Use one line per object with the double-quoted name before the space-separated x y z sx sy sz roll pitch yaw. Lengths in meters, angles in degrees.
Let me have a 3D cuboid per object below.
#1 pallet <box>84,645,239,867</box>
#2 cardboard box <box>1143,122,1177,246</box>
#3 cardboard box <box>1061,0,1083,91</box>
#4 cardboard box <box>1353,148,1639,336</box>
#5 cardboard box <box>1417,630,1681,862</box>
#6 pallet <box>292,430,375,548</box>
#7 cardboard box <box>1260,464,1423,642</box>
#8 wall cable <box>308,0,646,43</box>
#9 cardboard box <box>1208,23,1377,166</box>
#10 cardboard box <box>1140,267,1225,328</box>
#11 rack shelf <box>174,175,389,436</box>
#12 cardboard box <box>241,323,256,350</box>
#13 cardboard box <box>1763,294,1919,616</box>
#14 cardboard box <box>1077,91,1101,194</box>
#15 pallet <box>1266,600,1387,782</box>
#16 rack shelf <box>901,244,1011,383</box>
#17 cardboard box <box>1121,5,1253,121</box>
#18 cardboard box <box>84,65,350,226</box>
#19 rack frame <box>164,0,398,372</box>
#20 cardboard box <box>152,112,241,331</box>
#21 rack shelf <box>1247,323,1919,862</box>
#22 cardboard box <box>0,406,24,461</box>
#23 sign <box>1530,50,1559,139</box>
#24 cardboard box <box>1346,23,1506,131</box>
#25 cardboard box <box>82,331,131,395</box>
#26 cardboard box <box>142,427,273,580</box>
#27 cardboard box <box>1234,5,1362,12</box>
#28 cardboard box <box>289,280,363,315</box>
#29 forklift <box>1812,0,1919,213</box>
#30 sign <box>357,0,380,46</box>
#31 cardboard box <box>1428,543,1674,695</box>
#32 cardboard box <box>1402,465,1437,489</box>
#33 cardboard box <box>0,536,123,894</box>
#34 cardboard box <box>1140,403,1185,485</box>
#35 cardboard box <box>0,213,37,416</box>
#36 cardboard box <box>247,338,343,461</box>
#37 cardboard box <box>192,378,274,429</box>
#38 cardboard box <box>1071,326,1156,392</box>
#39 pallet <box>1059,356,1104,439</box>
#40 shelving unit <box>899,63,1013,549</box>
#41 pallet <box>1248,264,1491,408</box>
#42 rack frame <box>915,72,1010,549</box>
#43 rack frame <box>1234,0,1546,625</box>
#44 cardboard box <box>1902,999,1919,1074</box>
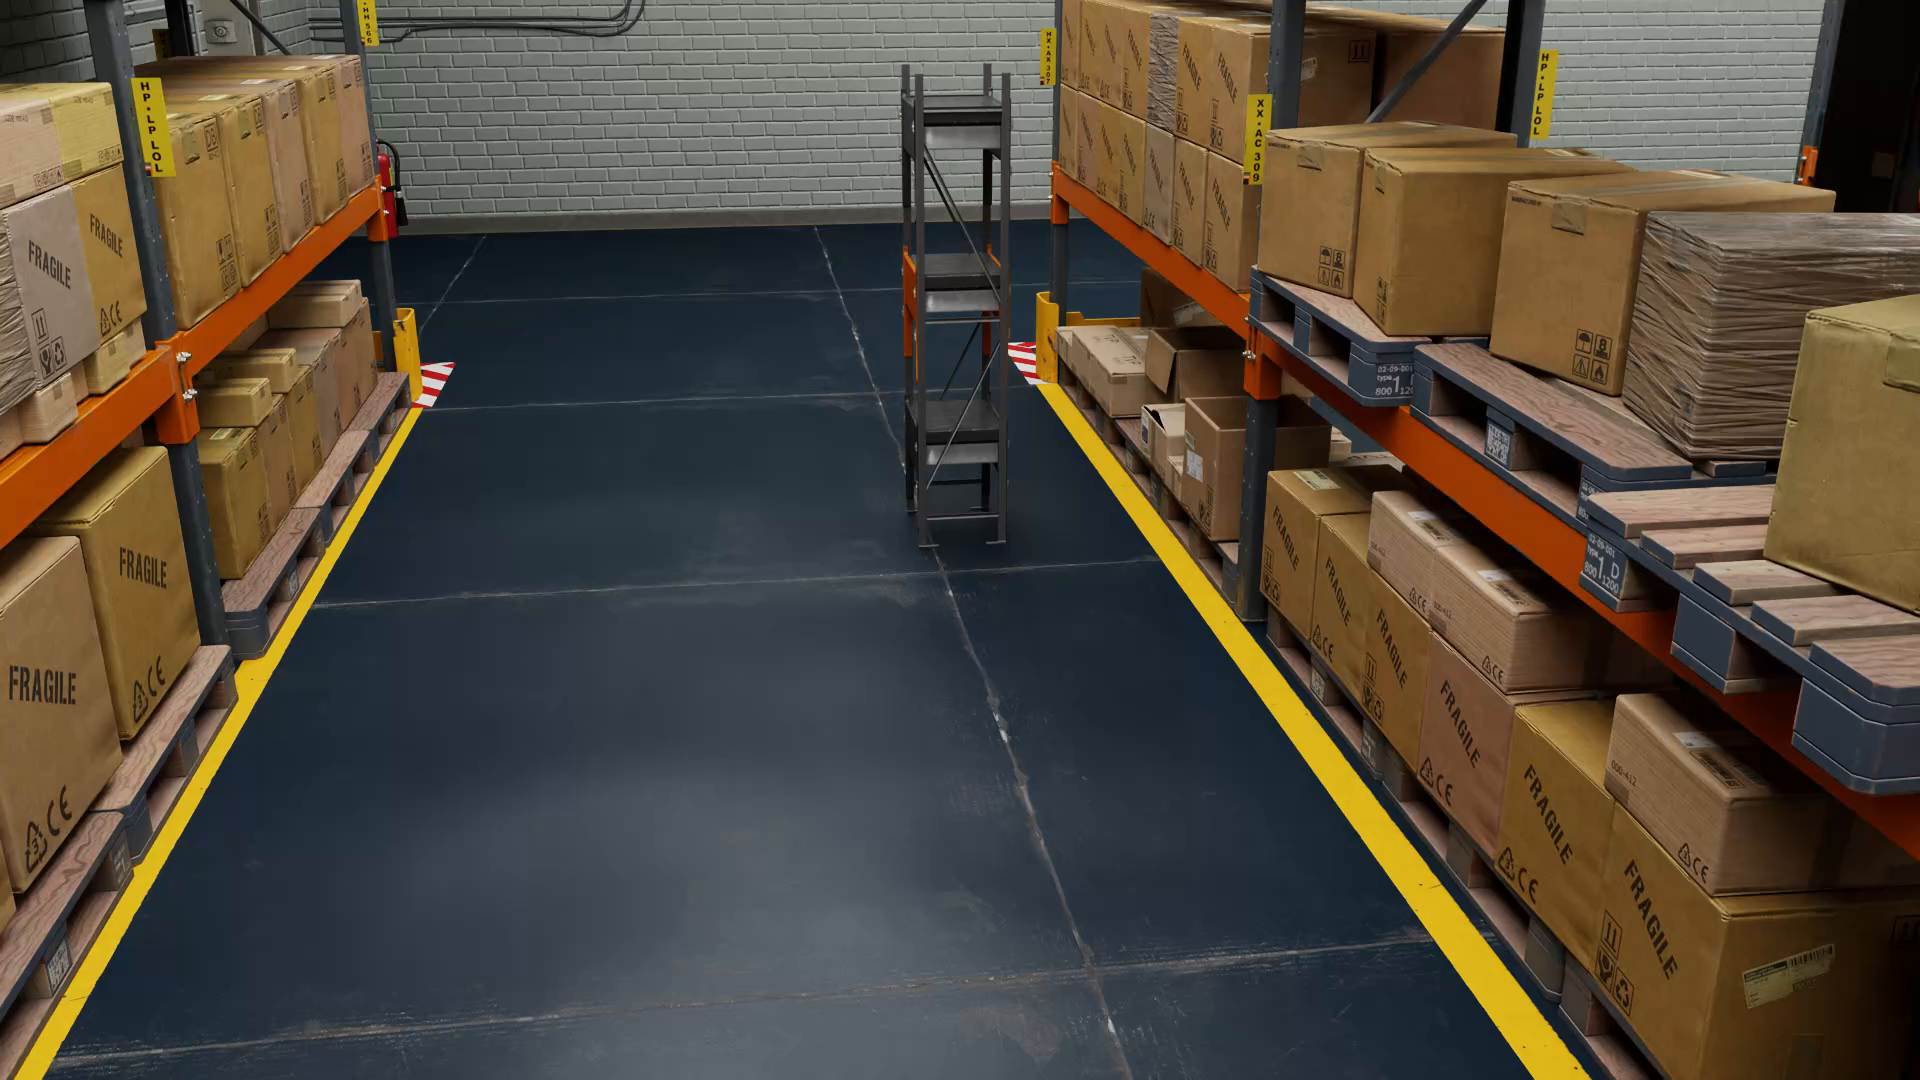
"pallet" -3.075 0.714 5.502 1.003 0.211 1.213 -3 21 -8
"cardboard box" 1.163 -1.670 7.756 0.500 0.500 0.500 -2 21 -7
"cardboard box" 0.867 -2.840 9.460 0.500 0.500 0.500 -2 21 -6
"cardboard box" 1.649 -0.940 5.202 0.700 0.500 0.500 0 20 1
"cardboard box" 1.694 0.571 4.845 0.500 0.500 0.500 -4 21 -10
"pallet" -3.472 -0.240 8.056 1.003 0.211 1.213 -3 21 -8
"cardboard box" 1.469 0.038 6.271 0.500 0.500 0.500 -4 21 -10
"wall cable" -4.299 -5.572 14.212 3.097 2.526 0.112 -3 21 -8
"cardboard box" 1.312 -1.784 6.633 0.500 0.500 0.500 -3 21 -7
"cardboard box" 1.386 -1.351 9.989 0.500 0.500 0.500 -3 21 -8
"rack shelf" -3.549 -1.211 7.699 1.077 0.370 4.000 -3 21 -8
"cardboard box" -3.707 -1.016 8.194 0.380 0.149 0.250 -3 21 -7
"cardboard box" 2.015 -0.177 3.161 0.700 0.500 0.500 -10 23 -26
"cardboard box" 0.947 -2.193 9.158 0.500 0.500 0.500 -3 21 -8
"pallet" 1.795 0.480 6.131 1.003 0.211 1.213 -3 21 -8
"rack shelf" -0.024 -1.028 7.507 0.431 0.518 0.480 -3 21 -8
"cardboard box" 1.091 -2.310 8.041 0.500 0.500 0.500 -3 21 -8
"cardboard box" -3.638 -1.953 8.230 0.980 0.700 0.700 -3 21 -8
"rack frame" -3.837 -2.240 9.427 1.000 3.000 0.127 -3 21 -8
"cardboard box" -3.323 -1.184 6.172 0.980 0.700 0.700 -3 21 -7
"rack shelf" 1.929 -0.077 4.663 1.077 0.370 4.000 -3 21 -8
"cardboard box" -2.814 -0.290 4.535 0.380 0.149 0.250 -3 21 -8
"sign" 2.189 -1.678 6.267 0.100 0.325 0.005 -3 21 -8
"cardboard box" 1.851 -1.799 6.674 0.500 0.500 0.500 -2 21 -6
"cardboard box" -2.872 -0.558 5.254 0.380 0.149 0.250 -3 21 -7
"cardboard box" -3.267 -0.145 6.790 0.700 0.500 0.500 -3 21 -7
"cardboard box" 1.627 -2.334 8.107 0.500 0.500 0.500 -2 21 -6
"cardboard box" -3.439 -1.297 8.948 0.380 0.149 0.250 -3 21 -8
"forklift" 3.754 -0.834 5.759 1.130 2.935 3.031 -6 21 -15
"sign" -3.298 -2.916 9.244 0.100 0.325 0.005 -3 21 -8
"cardboard box" 1.686 0.207 4.747 0.500 0.250 0.500 -3 21 -9
"cardboard box" 1.995 0.015 6.333 0.500 0.500 0.500 -3 21 -8
"cardboard box" -2.907 0.481 4.613 0.750 0.750 0.750 -2 21 -6
"cardboard box" 1.170 -0.496 7.970 0.500 0.311 0.500 -3 21 -8
"cardboard box" -2.797 -0.553 4.314 0.500 0.500 0.500 -3 21 -8
"cardboard box" -3.492 -0.681 8.226 0.700 0.500 0.500 -4 21 -10
"cardboard box" -3.136 -0.577 7.019 0.380 0.149 0.250 -2 21 -6
"cardboard box" 0.934 -1.034 9.498 0.500 0.250 0.500 -3 21 -8
"pallet" 1.191 -0.883 9.778 1.003 0.211 1.213 -3 21 -8
"shelving unit" -0.024 -1.041 7.502 0.431 2.100 0.503 -3 21 -8
"pallet" 1.648 -0.734 5.670 1.003 0.211 1.213 -3 21 -8
"rack frame" 0.011 -0.956 7.276 0.400 2.100 0.015 -3 21 -8
"rack frame" 1.641 -1.106 6.392 1.000 3.000 0.127 -3 21 -8
"cardboard box" 2.353 0.890 3.989 0.500 0.500 0.500 -4 21 -10
